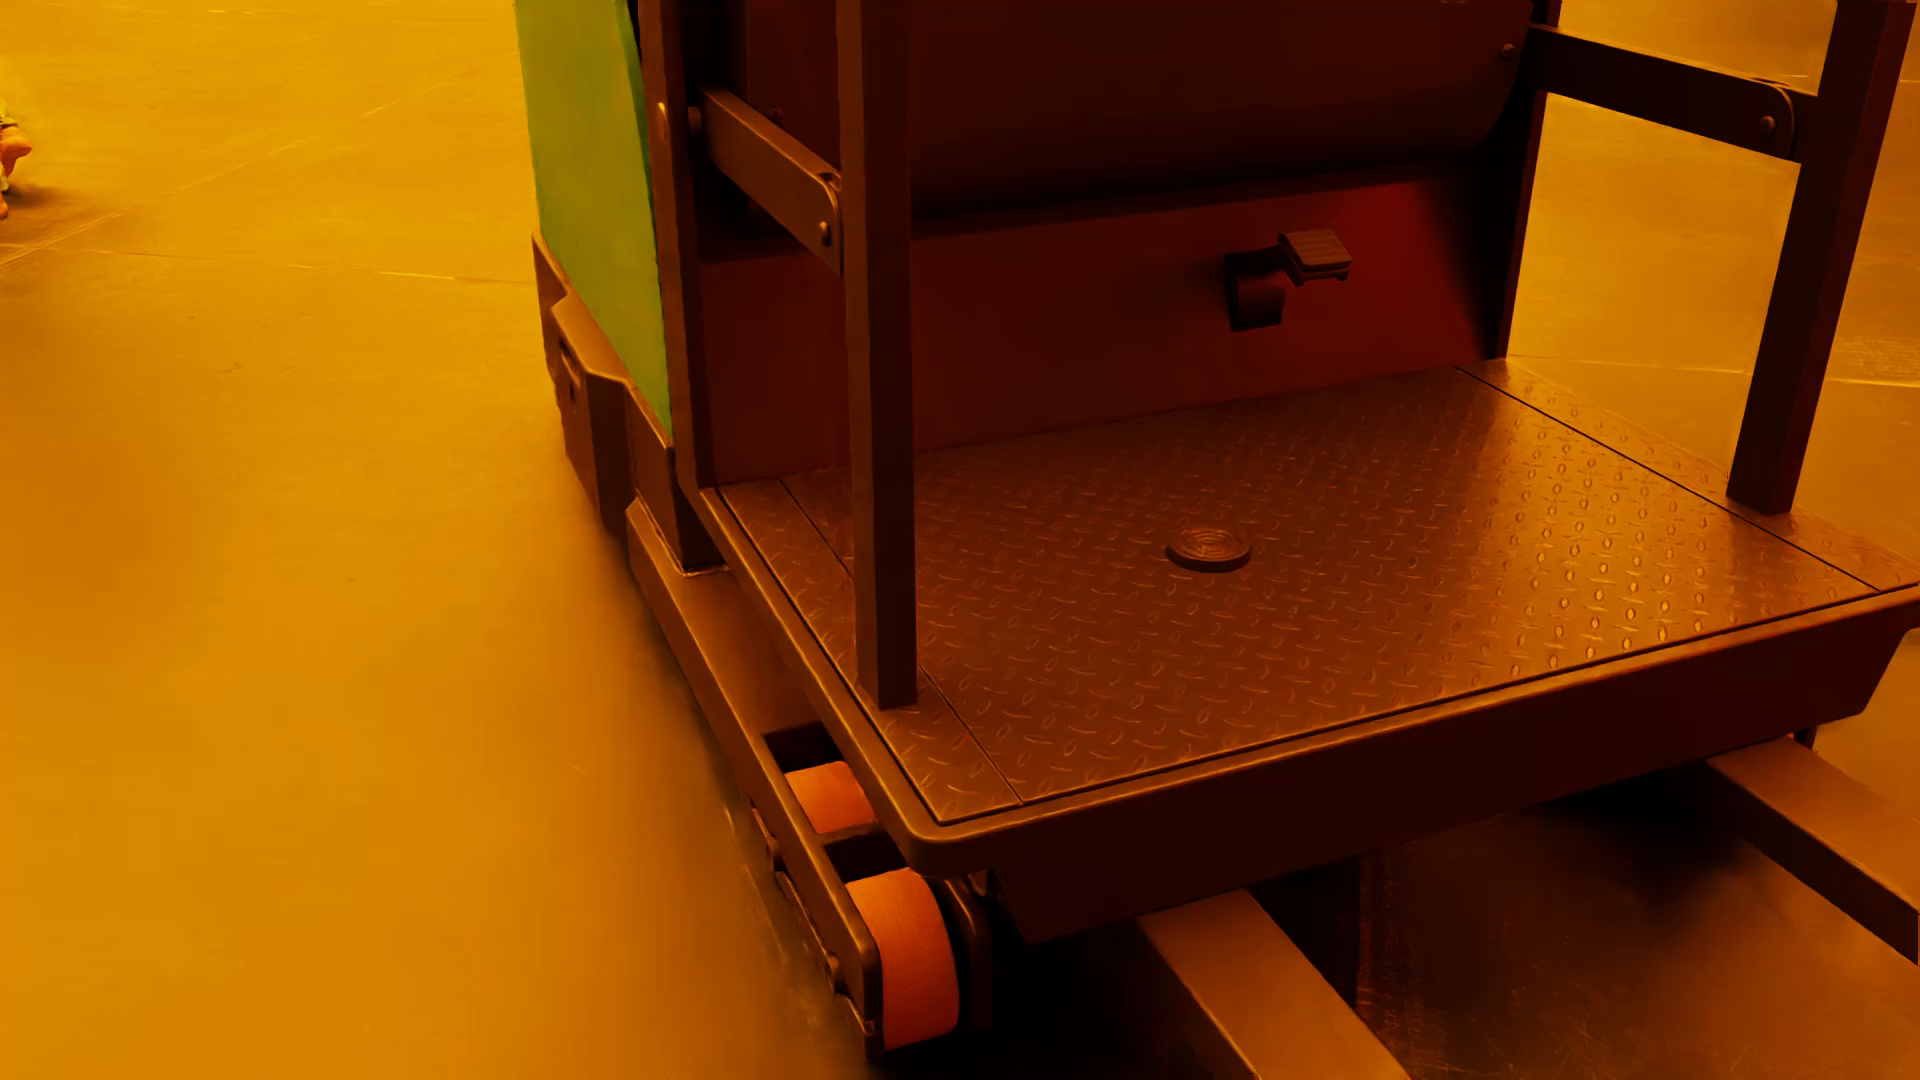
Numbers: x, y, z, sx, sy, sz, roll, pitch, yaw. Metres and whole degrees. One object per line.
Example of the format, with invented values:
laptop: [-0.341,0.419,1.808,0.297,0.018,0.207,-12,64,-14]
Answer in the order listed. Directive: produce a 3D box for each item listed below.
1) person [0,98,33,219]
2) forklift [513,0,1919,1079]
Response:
person: [-2.485,-1.575,3.726,0.501,1.774,0.918,5,27,10]
forklift: [0.292,-1.050,1.327,1.130,2.935,3.031,-10,29,-20]
